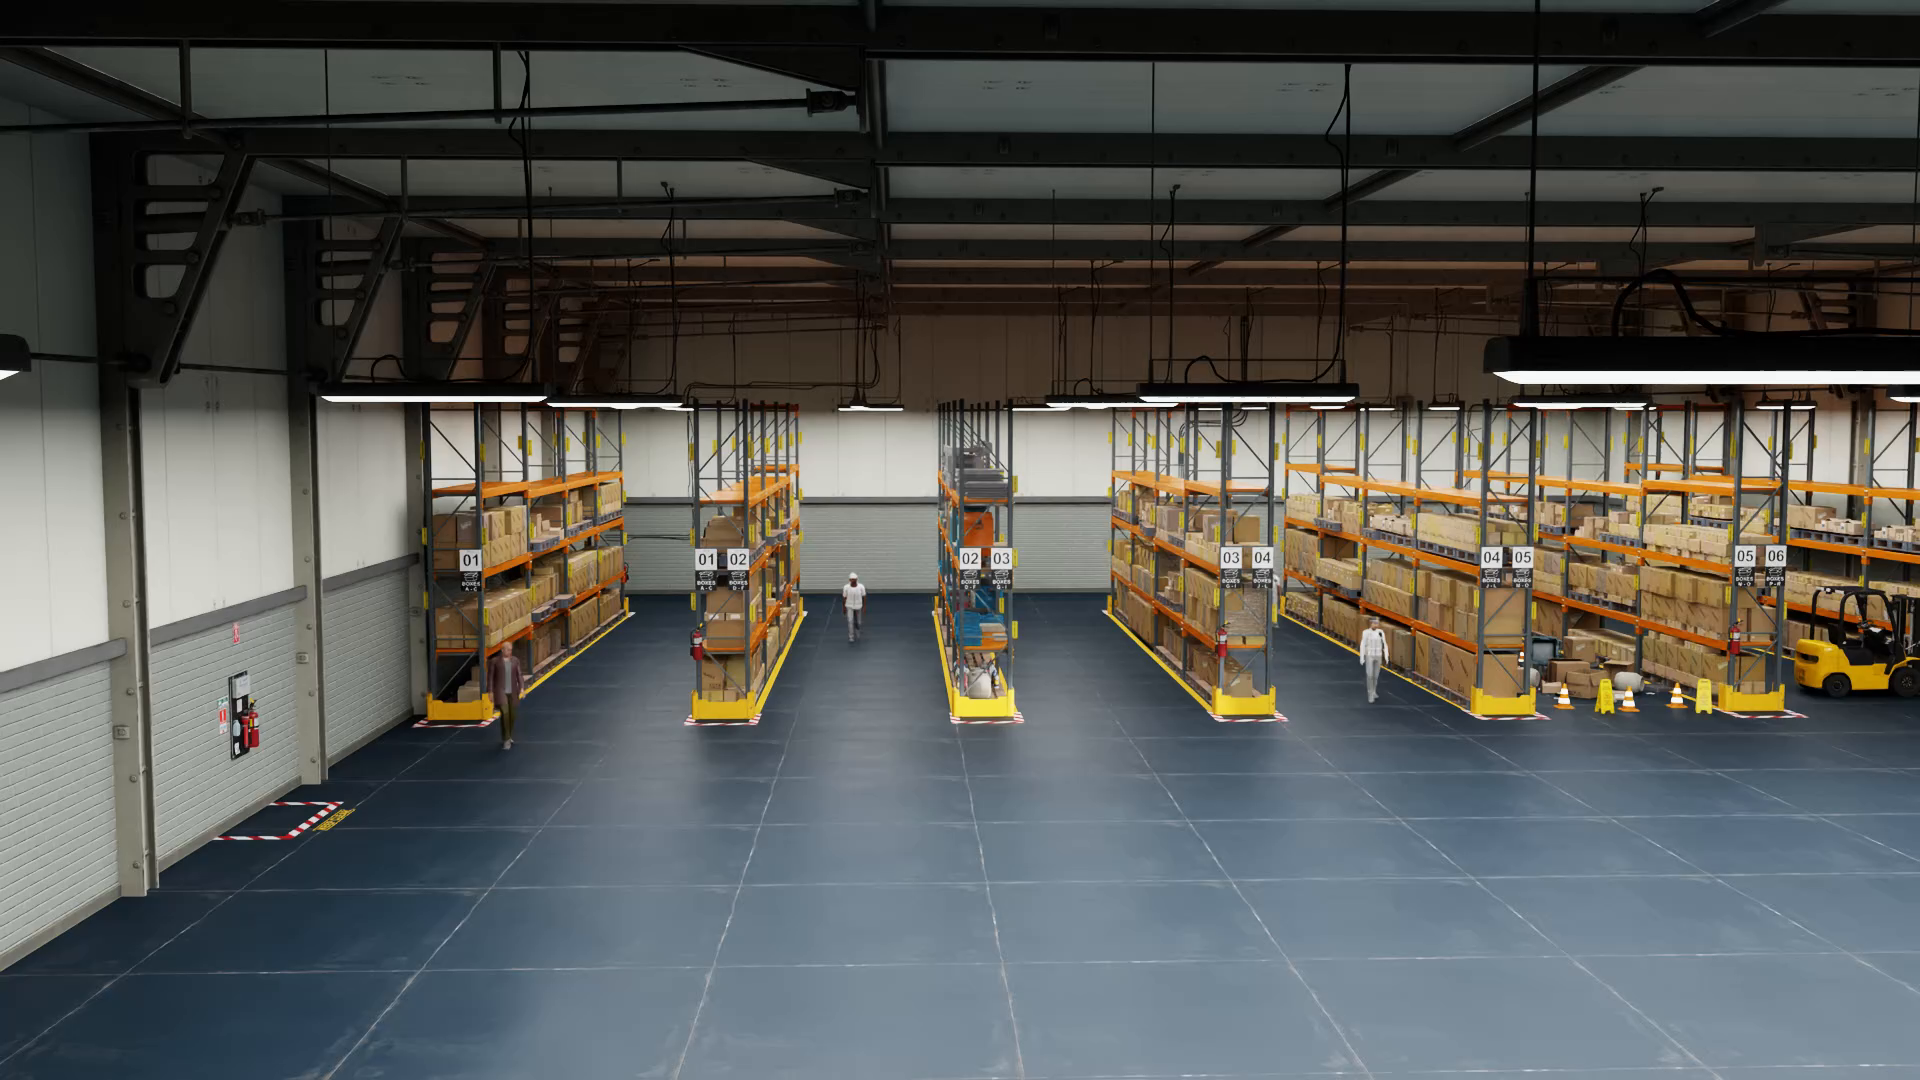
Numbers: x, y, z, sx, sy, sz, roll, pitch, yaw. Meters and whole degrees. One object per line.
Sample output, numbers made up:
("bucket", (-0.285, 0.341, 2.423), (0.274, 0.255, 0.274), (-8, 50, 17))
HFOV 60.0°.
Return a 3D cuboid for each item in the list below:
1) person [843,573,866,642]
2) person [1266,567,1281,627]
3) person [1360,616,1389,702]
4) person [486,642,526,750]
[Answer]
("person", (-2.657, 1.678, 41.886), (0.581, 1.725, 0.979), (0, 4, -5))
("person", (8.352, 1.507, 44.680), (0.562, 1.596, 1.037), (0, 4, 2))
("person", (8.305, 2.371, 33.295), (0.529, 1.703, 0.581), (0, 4, -6))
("person", (-7.797, 2.673, 28.693), (0.612, 1.818, 0.699), (-4, 6, -41))
